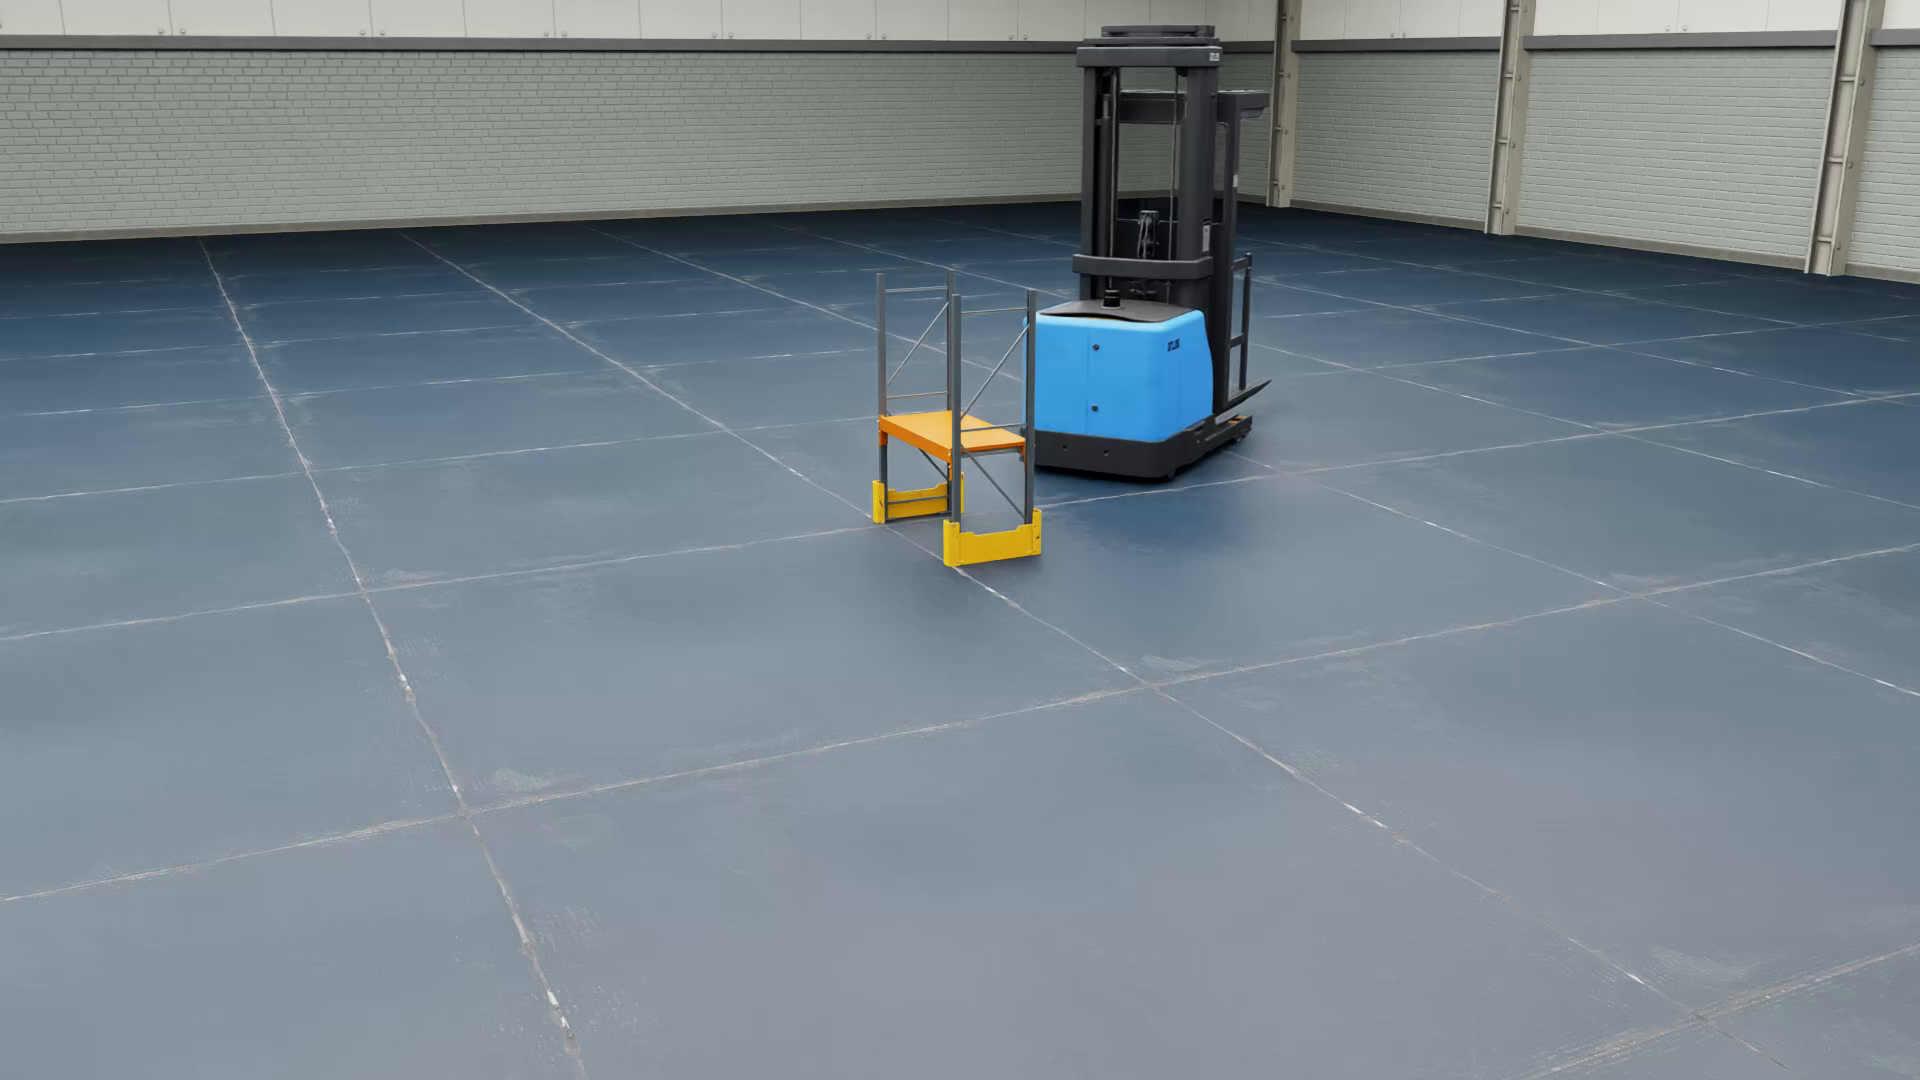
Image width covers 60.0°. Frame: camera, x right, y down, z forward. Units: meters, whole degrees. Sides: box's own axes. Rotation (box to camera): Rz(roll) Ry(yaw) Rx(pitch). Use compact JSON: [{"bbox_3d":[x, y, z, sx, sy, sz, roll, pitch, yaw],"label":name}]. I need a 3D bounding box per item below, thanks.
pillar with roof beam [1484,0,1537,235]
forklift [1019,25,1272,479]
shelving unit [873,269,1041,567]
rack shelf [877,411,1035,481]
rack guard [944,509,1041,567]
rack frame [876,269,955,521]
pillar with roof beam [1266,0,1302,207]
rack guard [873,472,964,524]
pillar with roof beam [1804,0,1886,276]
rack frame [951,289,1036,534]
[{"bbox_3d":[4.968,-8.822,24.180,9.100,9.000,0.400,-8,18,-25],"label":"pillar with roof beam"},{"bbox_3d":[1.532,-2.175,12.016,1.130,2.935,3.031,8,18,26],"label":"forklift"},{"bbox_3d":[-0.033,-0.740,9.610,0.587,1.500,1.083,-8,18,-25],"label":"shelving unit"},{"bbox_3d":[-0.037,-0.569,9.667,0.538,0.185,1.000,-8,18,-25],"label":"rack shelf"},{"bbox_3d":[0.185,-0.016,9.352,0.587,0.250,0.087,-8,18,-25],"label":"rack guard"},{"bbox_3d":[-0.260,-0.868,10.057,0.500,1.500,0.032,-8,18,-25],"label":"rack frame"},{"bbox_3d":[2.340,-10.310,29.364,9.100,9.000,0.400,-8,18,-25],"label":"pillar with roof beam"},{"bbox_3d":[-0.252,-0.263,10.212,0.587,0.250,0.087,-8,18,-25],"label":"rack guard"},{"bbox_3d":[7.597,-7.335,18.996,9.100,9.000,0.400,-8,18,-25],"label":"pillar with roof beam"},{"bbox_3d":[0.185,-0.616,9.178,0.500,1.500,0.032,-8,18,-25],"label":"rack frame"}]
